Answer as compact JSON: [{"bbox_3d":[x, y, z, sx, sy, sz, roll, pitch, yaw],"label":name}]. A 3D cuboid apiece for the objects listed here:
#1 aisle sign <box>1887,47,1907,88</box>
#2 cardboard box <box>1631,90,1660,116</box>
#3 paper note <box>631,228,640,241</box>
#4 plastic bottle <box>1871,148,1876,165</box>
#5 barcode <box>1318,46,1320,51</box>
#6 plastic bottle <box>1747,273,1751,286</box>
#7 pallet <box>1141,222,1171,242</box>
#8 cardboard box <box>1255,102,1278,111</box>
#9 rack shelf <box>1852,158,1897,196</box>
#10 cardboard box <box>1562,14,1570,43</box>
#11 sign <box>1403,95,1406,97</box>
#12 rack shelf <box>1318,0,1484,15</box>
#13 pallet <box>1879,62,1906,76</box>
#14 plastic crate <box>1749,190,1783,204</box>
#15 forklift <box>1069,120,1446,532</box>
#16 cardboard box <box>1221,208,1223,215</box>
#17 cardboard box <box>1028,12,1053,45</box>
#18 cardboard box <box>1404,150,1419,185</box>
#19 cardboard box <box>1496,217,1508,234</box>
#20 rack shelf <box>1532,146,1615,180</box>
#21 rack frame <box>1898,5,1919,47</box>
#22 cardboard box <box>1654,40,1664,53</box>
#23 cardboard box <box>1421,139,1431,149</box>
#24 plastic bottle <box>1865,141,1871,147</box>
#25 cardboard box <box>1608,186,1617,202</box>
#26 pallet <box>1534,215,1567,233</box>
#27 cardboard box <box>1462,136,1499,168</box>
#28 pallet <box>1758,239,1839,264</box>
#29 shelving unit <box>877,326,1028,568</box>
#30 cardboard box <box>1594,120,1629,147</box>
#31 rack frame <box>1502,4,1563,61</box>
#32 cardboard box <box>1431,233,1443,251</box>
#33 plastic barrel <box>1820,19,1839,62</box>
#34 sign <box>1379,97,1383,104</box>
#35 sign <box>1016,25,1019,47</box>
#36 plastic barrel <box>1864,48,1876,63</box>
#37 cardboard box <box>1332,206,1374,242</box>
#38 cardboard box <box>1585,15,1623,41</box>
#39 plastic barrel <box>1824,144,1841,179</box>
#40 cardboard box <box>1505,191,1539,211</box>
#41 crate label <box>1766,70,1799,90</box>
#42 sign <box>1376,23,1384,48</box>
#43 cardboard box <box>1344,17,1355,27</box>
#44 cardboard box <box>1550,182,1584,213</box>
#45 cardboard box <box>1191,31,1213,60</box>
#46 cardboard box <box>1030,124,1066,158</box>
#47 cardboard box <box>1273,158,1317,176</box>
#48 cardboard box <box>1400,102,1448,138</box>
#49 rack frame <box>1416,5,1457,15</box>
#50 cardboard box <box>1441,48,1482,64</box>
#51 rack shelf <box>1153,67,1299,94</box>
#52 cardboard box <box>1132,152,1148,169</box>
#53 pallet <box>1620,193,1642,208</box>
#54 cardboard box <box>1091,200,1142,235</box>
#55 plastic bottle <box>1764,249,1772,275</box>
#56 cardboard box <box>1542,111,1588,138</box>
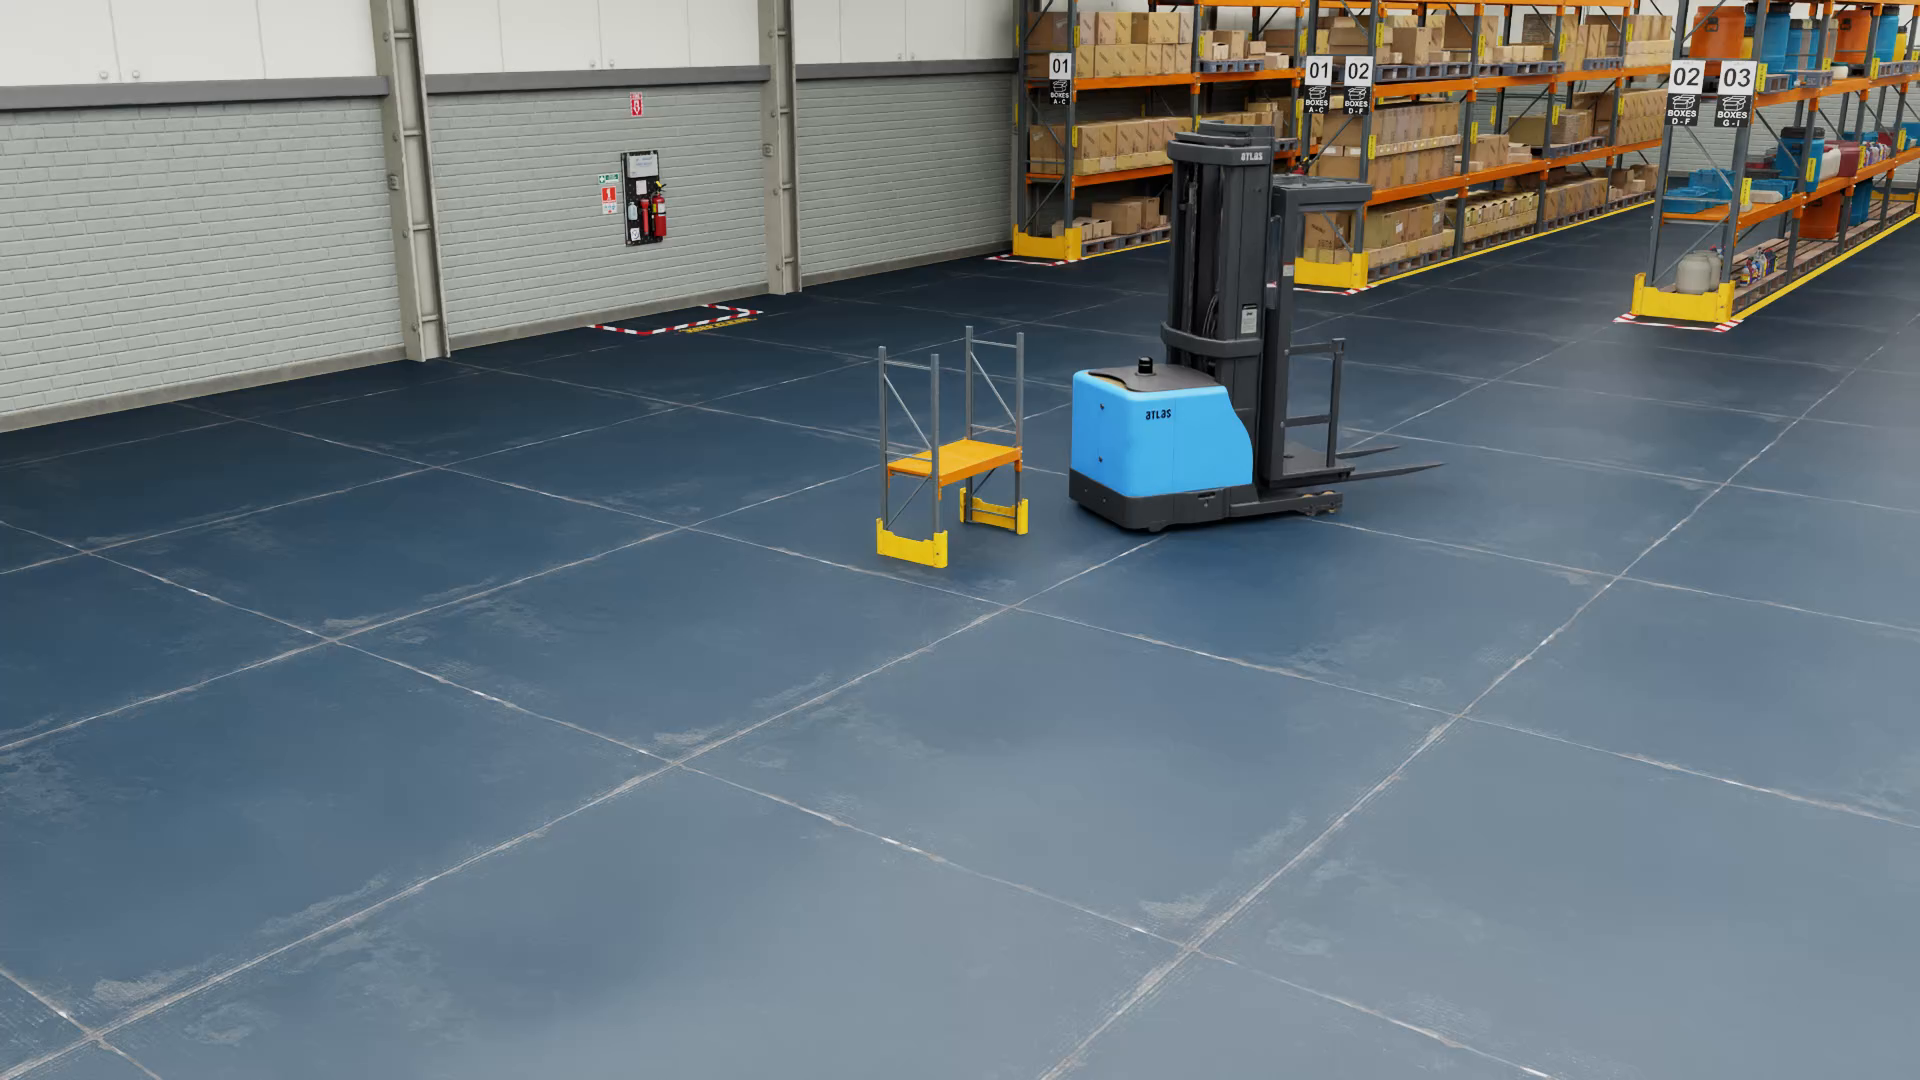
[{"bbox_3d":[18.664,-9.421,33.140,0.394,0.787,0.004,12,21,35],"label":"aisle sign"},{"bbox_3d":[14.234,-9.112,34.673,0.500,0.500,0.500,13,22,36],"label":"cardboard box"},{"bbox_3d":[-4.147,-3.908,21.255,0.016,0.148,0.142,12,21,35],"label":"paper note"},{"bbox_3d":[15.765,-6.652,28.817,0.152,0.276,0.135,12,21,35],"label":"plastic bottle"},{"bbox_3d":[5.143,-7.042,23.826,0.001,0.075,0.075,12,21,35],"label":"barcode"},{"bbox_3d":[10.719,-3.574,22.672,0.097,0.201,0.097,0,17,0],"label":"plastic bottle"},{"bbox_3d":[3.381,-5.504,29.613,1.003,0.211,1.213,12,21,35],"label":"pallet"},{"bbox_3d":[5.955,-8.435,32.345,0.380,0.149,0.250,9,20,28],"label":"cardboard box"},{"bbox_3d":[15.285,-6.337,28.806,1.077,0.370,4.000,12,21,35],"label":"rack shelf"},{"bbox_3d":[10.686,-9.263,30.101,0.500,0.500,0.500,12,21,35],"label":"cardboard box"},{"bbox_3d":[10.461,-10.411,39.119,0.100,0.325,0.005,12,21,35],"label":"sign"},{"bbox_3d":[6.542,-7.982,24.661,1.077,0.370,4.000,12,21,35],"label":"rack shelf"},{"bbox_3d":[15.414,-8.025,28.288,1.003,0.211,1.213,12,21,35],"label":"pallet"},{"bbox_3d":[10.946,-4.694,22.747,0.530,0.136,0.437,12,21,35],"label":"plastic crate"},{"bbox_3d":[2.423,-1.722,12.847,3.031,2.935,1.130,-7,19,-22],"label":"forklift"},{"bbox_3d":[4.782,-6.443,31.407,0.700,0.500,0.500,13,21,35],"label":"cardboard box"},{"bbox_3d":[1.417,-8.166,26.535,0.500,0.500,0.500,14,22,37],"label":"cardboard box"},{"bbox_3d":[6.559,-5.701,25.376,0.700,0.500,0.500,13,22,36],"label":"cardboard box"},{"bbox_3d":[9.089,-5.434,28.612,0.500,0.250,0.500,13,21,36],"label":"cardboard box"},{"bbox_3d":[11.309,-7.213,31.627,1.077,0.370,4.000,12,21,35],"label":"rack shelf"},{"bbox_3d":[18.860,-10.975,32.411,1.000,3.000,0.127,12,21,35],"label":"rack frame"},{"bbox_3d":[14.184,-10.181,34.322,0.500,0.250,0.500,12,21,35],"label":"cardboard box"},{"bbox_3d":[6.986,-6.081,25.504,0.380,0.149,0.250,13,22,36],"label":"cardboard box"},{"bbox_3d":[15.966,-6.838,29.290,0.144,0.351,0.185,12,21,35],"label":"plastic bottle"},{"bbox_3d":[12.924,-7.021,33.587,0.500,0.311,0.500,12,21,35],"label":"cardboard box"},{"bbox_3d":[10.592,-5.920,30.951,1.003,0.211,1.213,12,21,35],"label":"pallet"},{"bbox_3d":[8.817,-6.600,28.272,0.500,0.500,0.500,12,21,35],"label":"cardboard box"},{"bbox_3d":[13.600,-4.695,27.007,1.003,0.211,1.213,12,21,35],"label":"pallet"},{"bbox_3d":[-0.045,-0.698,11.963,0.587,1.500,1.083,12,21,35],"label":"shelving unit"},{"bbox_3d":[13.023,-8.154,33.276,0.500,0.500,0.500,13,22,36],"label":"cardboard box"},{"bbox_3d":[10.117,-9.946,29.097,1.000,3.000,0.127,12,21,35],"label":"rack frame"},{"bbox_3d":[7.327,-4.749,26.406,0.500,0.250,0.500,12,21,35],"label":"cardboard box"},{"bbox_3d":[13.429,-7.719,26.140,0.600,0.901,0.600,0,17,0],"label":"plastic barrel"},{"bbox_3d":[8.961,-9.329,35.409,0.100,0.325,0.005,12,21,35],"label":"sign"},{"bbox_3d":[0.936,-8.008,26.422,0.100,0.325,0.005,12,21,35],"label":"sign"},{"bbox_3d":[14.909,-7.975,27.363,0.294,0.245,0.294,0,17,0],"label":"plastic barrel"},{"bbox_3d":[6.015,-4.842,25.441,0.500,0.500,0.500,12,21,35],"label":"cardboard box"},{"bbox_3d":[12.760,-10.114,32.841,0.700,0.500,0.500,12,21,35],"label":"cardboard box"},{"bbox_3d":[13.652,-5.975,26.238,0.421,0.512,0.421,0,17,0],"label":"plastic barrel"},{"bbox_3d":[10.003,-6.068,29.707,0.500,0.311,0.500,13,22,36],"label":"cardboard box"},{"bbox_3d":[10.707,-6.048,21.854,0.502,0.251,0.408,12,21,35],"label":"crate label"},{"bbox_3d":[5.793,-6.963,22.944,0.100,0.325,0.005,12,21,35],"label":"sign"},{"bbox_3d":[7.890,-10.770,34.634,0.500,0.250,0.500,14,22,39],"label":"cardboard box"},{"bbox_3d":[11.535,-6.524,31.668,0.500,0.500,0.500,12,21,33],"label":"cardboard box"},{"bbox_3d":[4.143,-8.799,29.587,0.500,0.500,0.500,16,24,42],"label":"cardboard box"},{"bbox_3d":[1.480,-6.496,27.057,0.500,0.500,0.500,12,21,34],"label":"cardboard box"},{"bbox_3d":[6.680,-7.281,33.549,0.750,0.750,0.750,12,21,34],"label":"cardboard box"},{"bbox_3d":[7.174,-6.568,25.979,0.700,0.500,0.500,12,21,35],"label":"cardboard box"},{"bbox_3d":[10.903,-12.726,38.049,1.000,3.000,0.127,12,21,35],"label":"rack frame"},{"bbox_3d":[8.109,-7.834,26.901,0.500,0.250,0.500,15,23,40],"label":"cardboard box"},{"bbox_3d":[4.945,-8.568,30.931,1.077,0.370,4.000,12,21,35],"label":"rack shelf"},{"bbox_3d":[2.825,-6.414,28.060,0.500,0.250,0.500,13,21,35],"label":"cardboard box"},{"bbox_3d":[13.637,-7.157,34.934,1.003,0.211,1.213,12,21,35],"label":"pallet"},{"bbox_3d":[2.671,-5.517,28.423,0.700,0.500,0.500,11,20,31],"label":"cardboard box"},{"bbox_3d":[11.443,-3.947,23.620,0.144,0.351,0.185,11,20,32],"label":"plastic bottle"},{"bbox_3d":[11.680,-8.033,32.178,0.500,0.500,0.700,-16,23,-42],"label":"cardboard box"}]
